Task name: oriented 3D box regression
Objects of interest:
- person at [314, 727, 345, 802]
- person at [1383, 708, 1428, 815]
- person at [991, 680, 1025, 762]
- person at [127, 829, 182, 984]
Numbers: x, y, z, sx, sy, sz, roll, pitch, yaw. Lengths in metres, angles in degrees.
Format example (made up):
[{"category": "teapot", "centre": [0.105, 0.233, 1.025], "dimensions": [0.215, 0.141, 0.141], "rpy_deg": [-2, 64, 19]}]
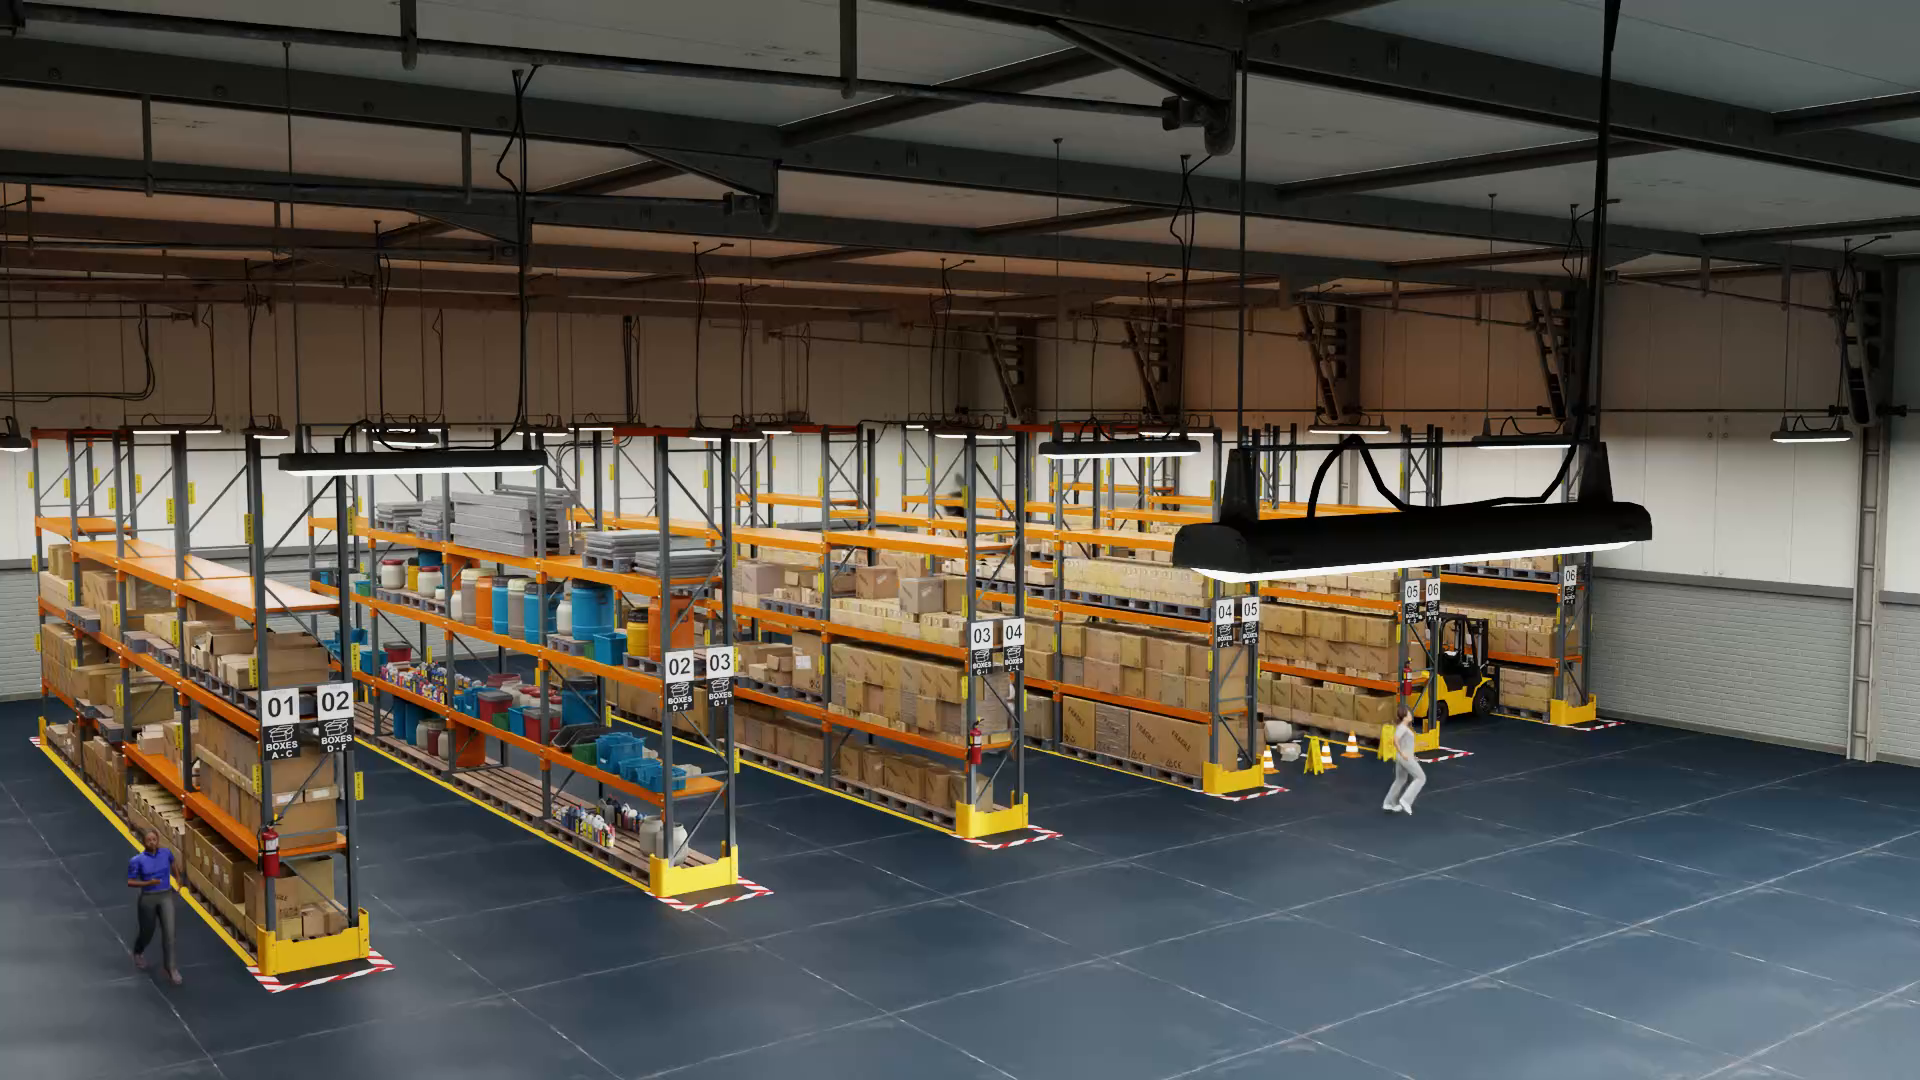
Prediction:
[{"category": "person", "centre": [-10.232, 3.369, 27.108], "dimensions": [0.882, 1.700, 0.617], "rpy_deg": [4, 6, 42]}, {"category": "person", "centre": [6.979, 3.453, 26.016], "dimensions": [0.681, 1.669, 0.538], "rpy_deg": [0, 4, 2]}, {"category": "person", "centre": [0.856, 3.131, 30.169], "dimensions": [0.583, 1.726, 0.866], "rpy_deg": [-3, 5, -35]}, {"category": "person", "centre": [-8.961, 4.044, 18.547], "dimensions": [0.585, 1.640, 0.983], "rpy_deg": [-4, 6, -39]}]
